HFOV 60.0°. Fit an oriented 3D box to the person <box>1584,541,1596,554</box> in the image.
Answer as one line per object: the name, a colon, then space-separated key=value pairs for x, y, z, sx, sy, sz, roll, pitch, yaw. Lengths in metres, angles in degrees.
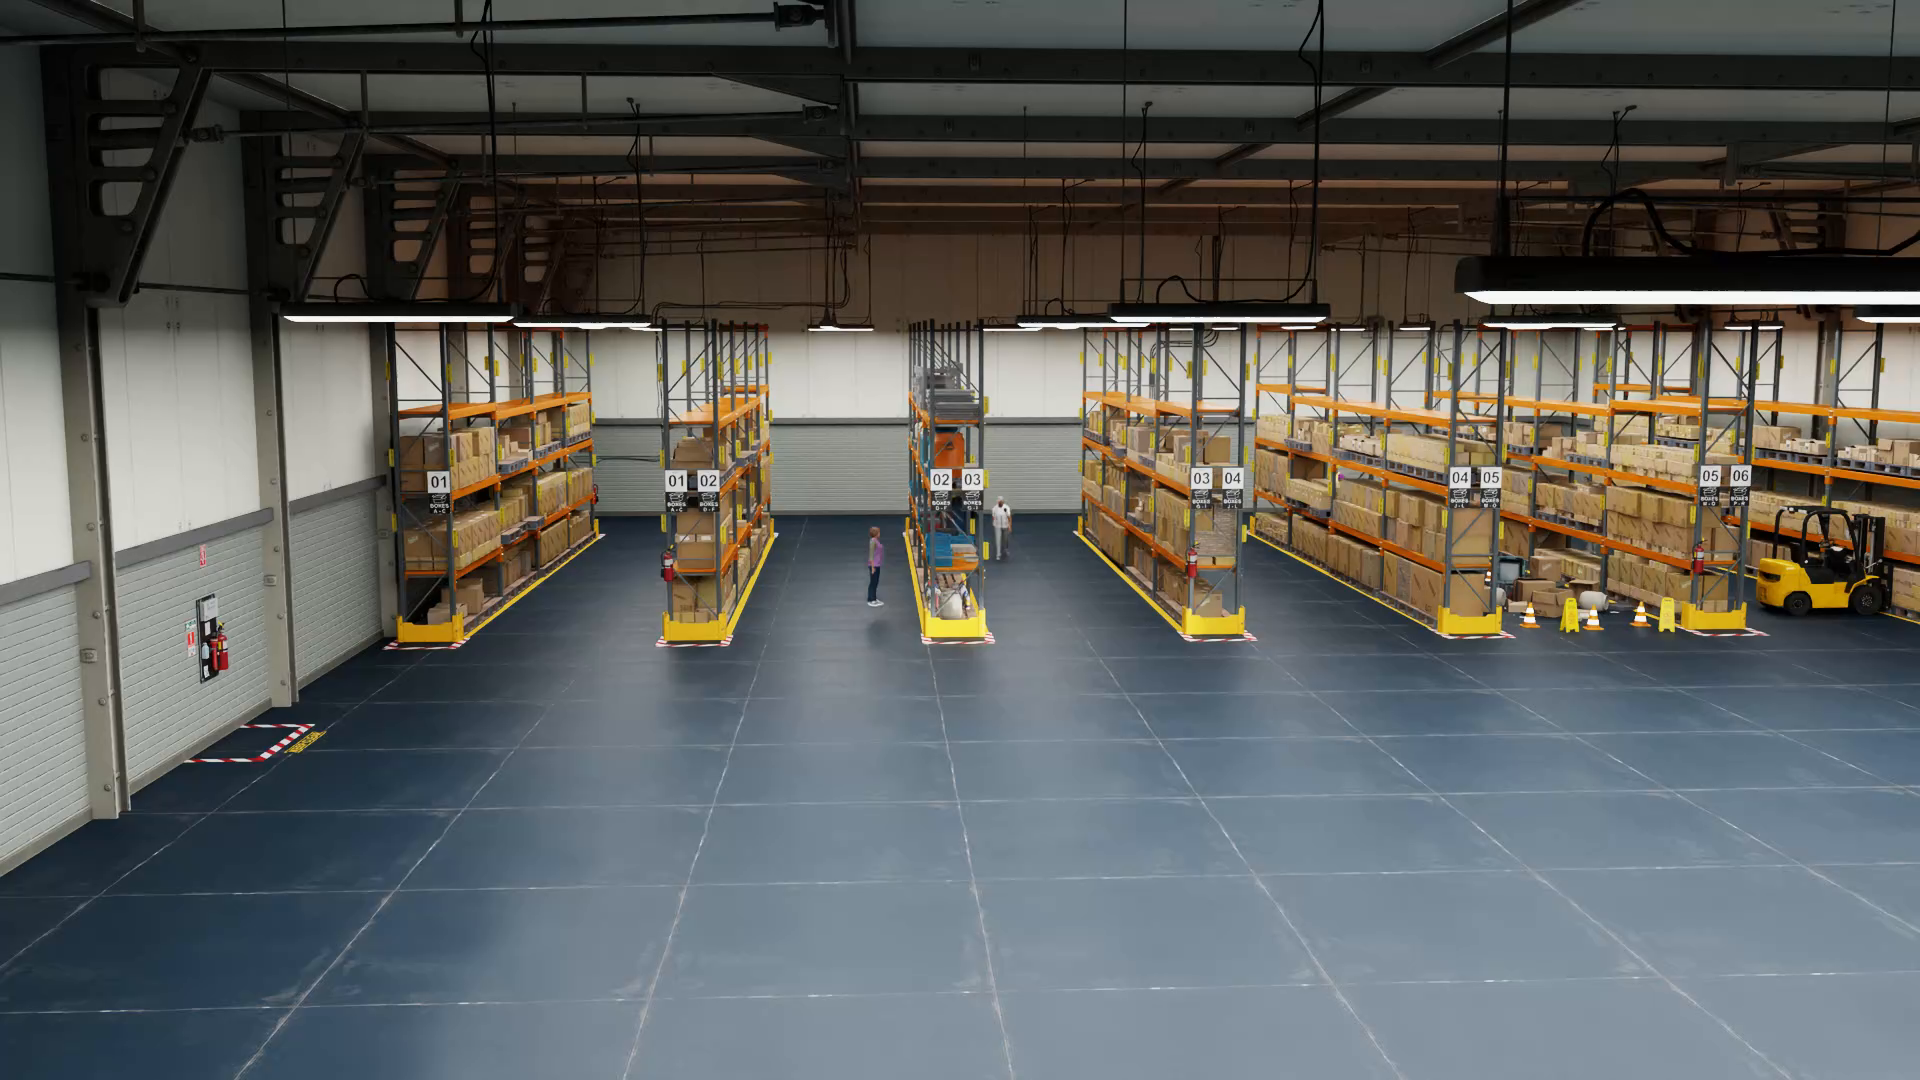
person: x=16.431 y=-0.417 z=43.430 sx=0.403 sy=1.585 sz=0.440 roll=2 pitch=7 yaw=14

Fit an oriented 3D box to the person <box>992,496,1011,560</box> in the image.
person: x=1.059 y=-0.328 z=42.465 sx=0.502 sy=1.618 sz=0.947 roll=0 pitch=7 yaw=-1

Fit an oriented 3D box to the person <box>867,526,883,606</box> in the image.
person: x=-1.703 y=0.538 z=33.355 sx=0.325 sy=1.577 sz=0.517 roll=1 pitch=7 yaw=10

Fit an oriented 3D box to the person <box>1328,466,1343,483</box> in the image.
person: x=11.588 y=-1.502 z=51.433 sx=0.747 sy=1.738 sz=0.629 roll=-5 pitch=9 yaw=-36
